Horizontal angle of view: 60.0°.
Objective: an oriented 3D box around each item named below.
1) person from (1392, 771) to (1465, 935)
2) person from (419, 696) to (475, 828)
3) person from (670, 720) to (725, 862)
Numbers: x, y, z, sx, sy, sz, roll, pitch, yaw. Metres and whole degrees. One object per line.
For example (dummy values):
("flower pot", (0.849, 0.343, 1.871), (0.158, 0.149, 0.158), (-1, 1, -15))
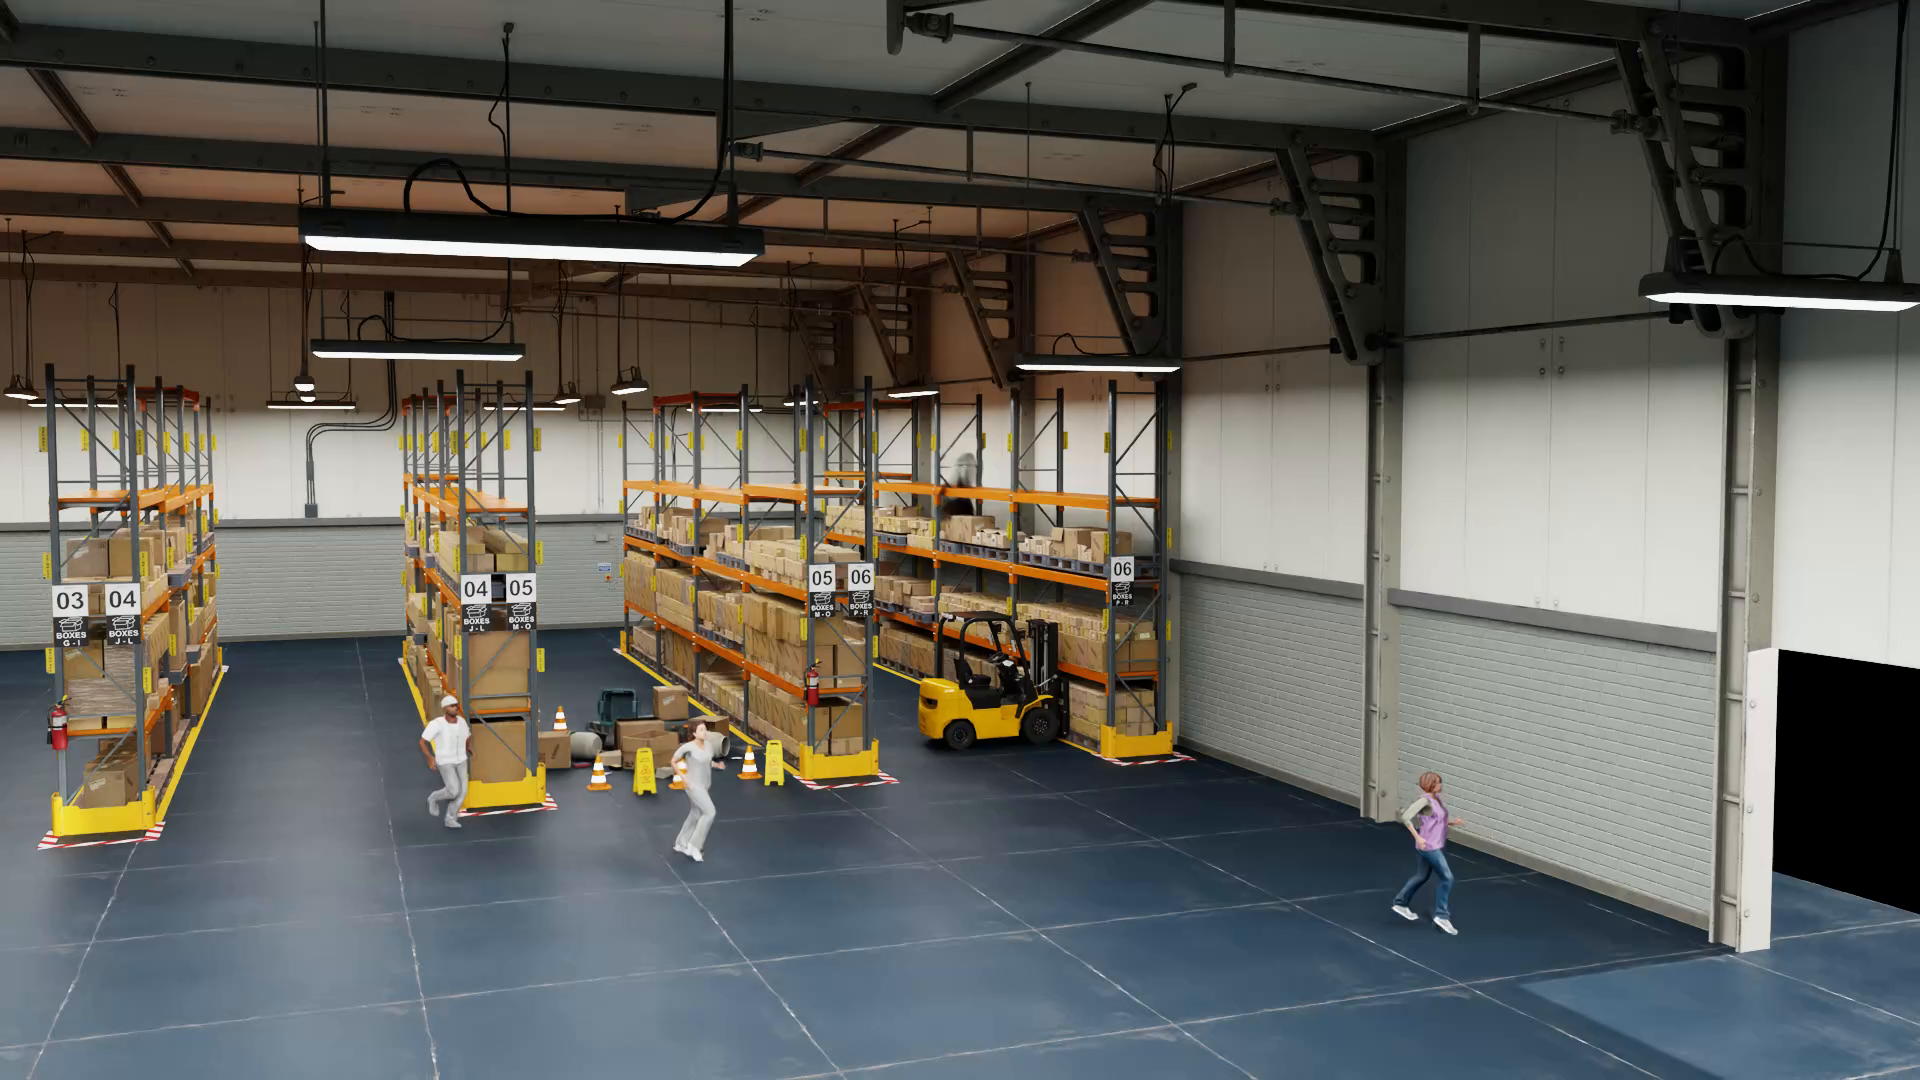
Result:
("person", (4.815, 3.210, 17.094), (0.728, 1.620, 0.507), (2, 4, 24))
("person", (-6.633, 2.884, 21.654), (0.590, 1.719, 0.715), (3, 4, 38))
("person", (-3.137, 3.010, 20.020), (0.697, 1.695, 0.538), (2, 4, 29))
